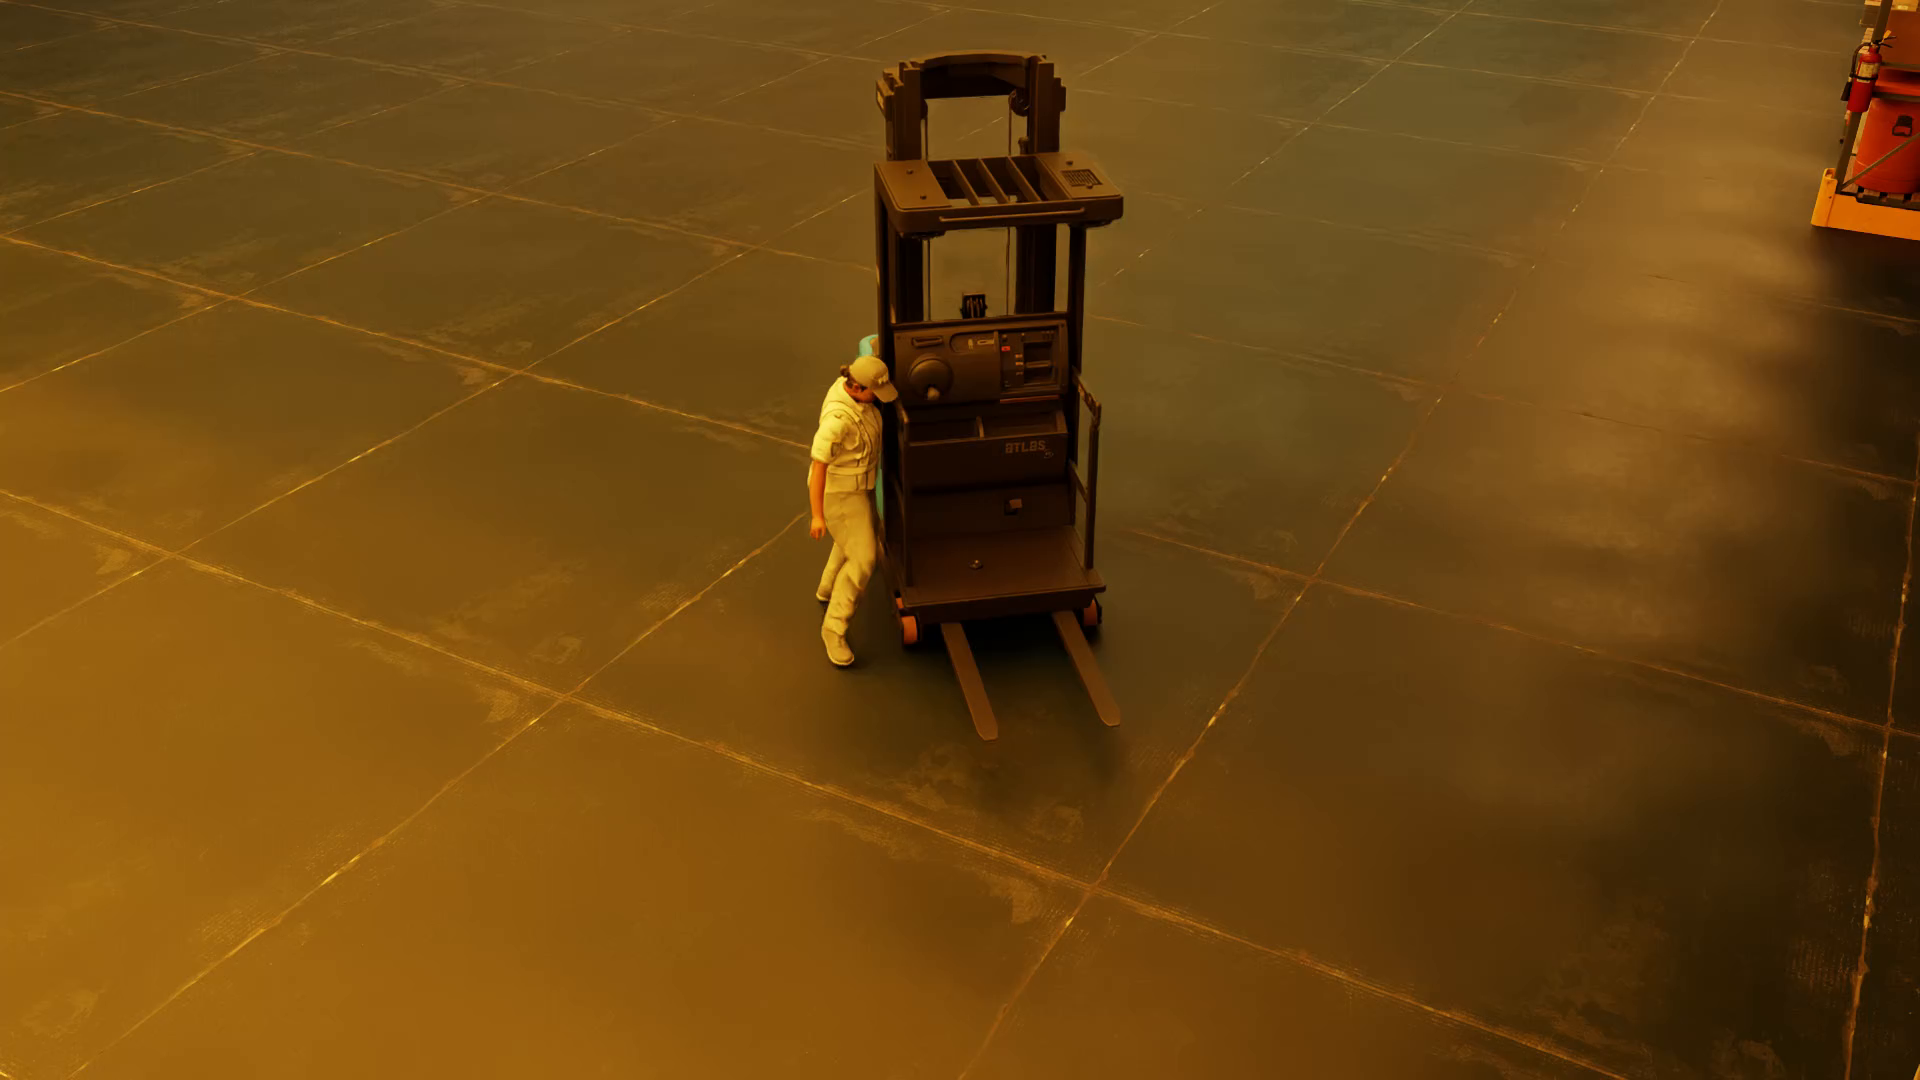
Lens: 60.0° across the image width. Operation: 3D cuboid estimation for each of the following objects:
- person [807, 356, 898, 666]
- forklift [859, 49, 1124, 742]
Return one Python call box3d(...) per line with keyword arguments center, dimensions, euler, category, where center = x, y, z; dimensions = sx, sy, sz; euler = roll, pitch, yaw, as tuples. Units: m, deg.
box3d(center=(-0.575, -0.248, 8.861), dimensions=(0.521, 1.612, 1.061), euler=(4, 30, 7), category="person")
box3d(center=(0.160, -0.896, 8.624), dimensions=(1.130, 2.935, 3.031), euler=(-5, 30, -9), category="forklift")
